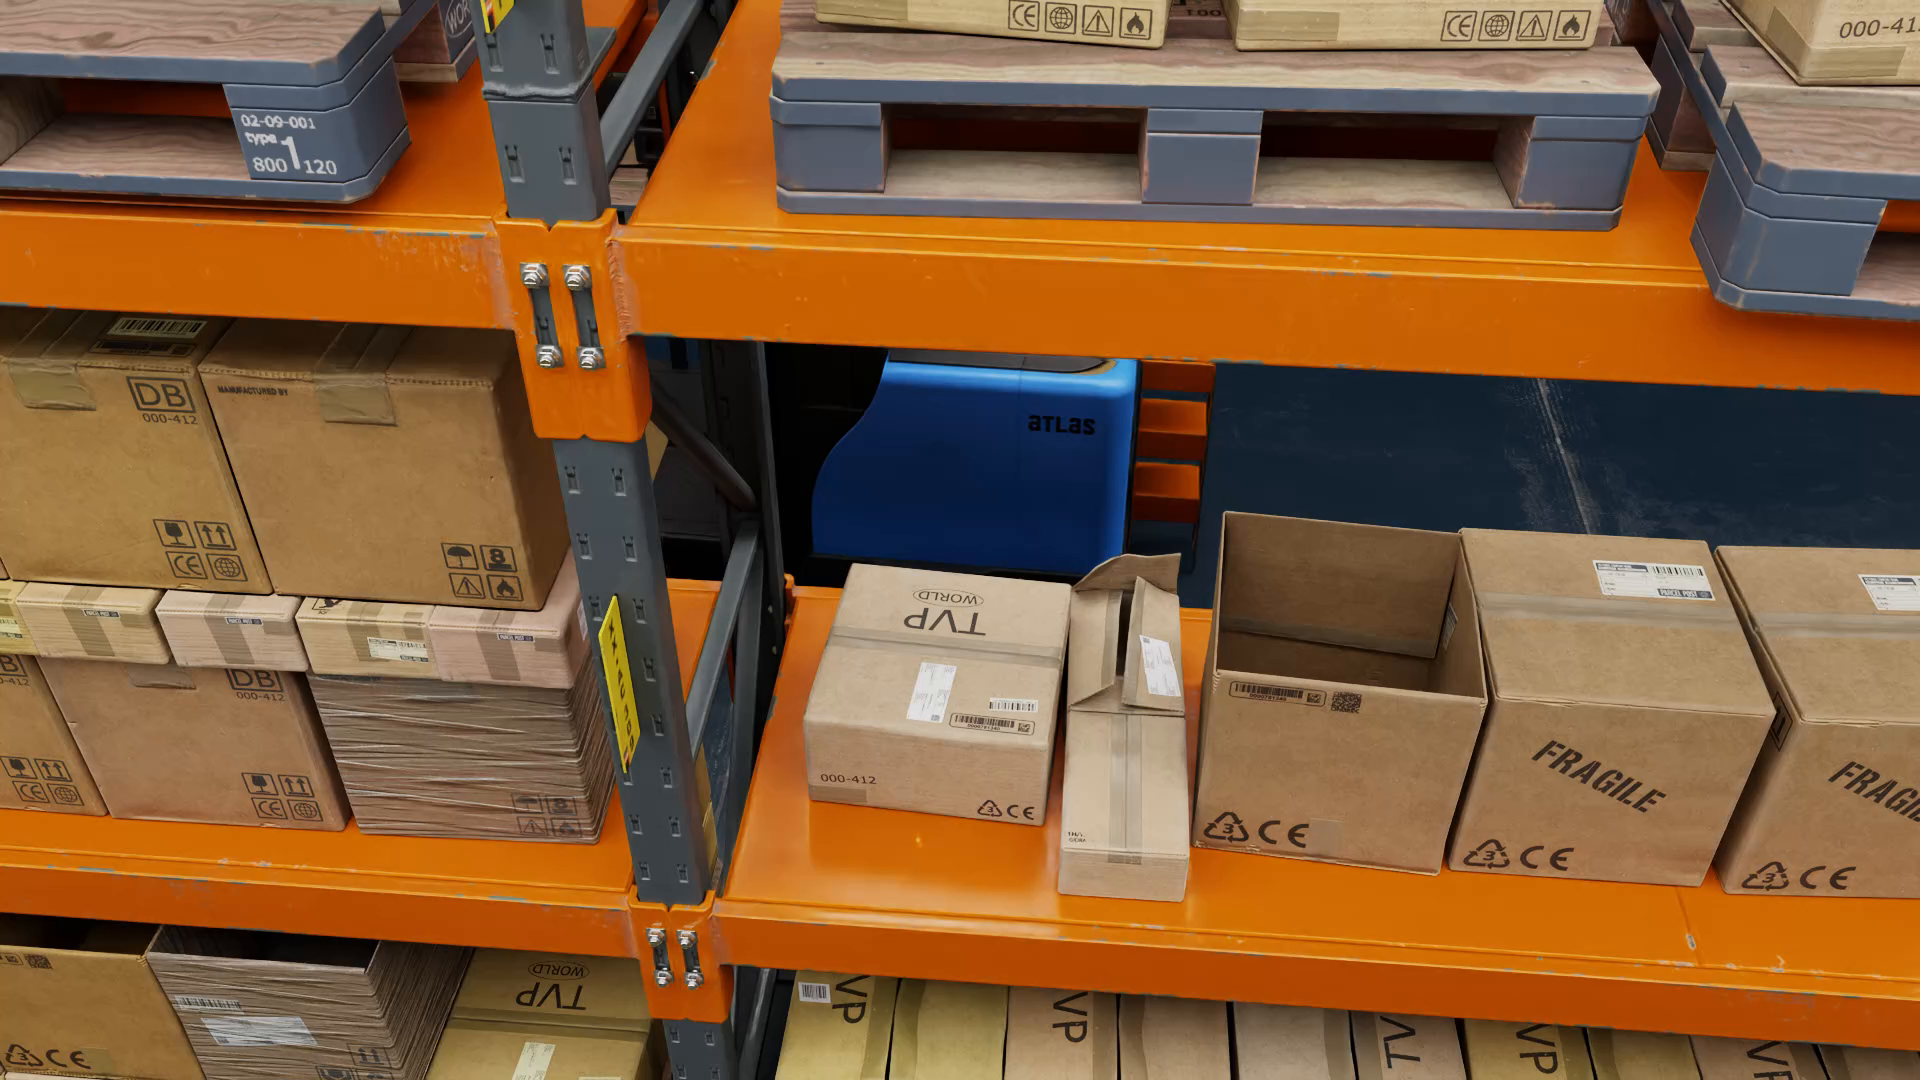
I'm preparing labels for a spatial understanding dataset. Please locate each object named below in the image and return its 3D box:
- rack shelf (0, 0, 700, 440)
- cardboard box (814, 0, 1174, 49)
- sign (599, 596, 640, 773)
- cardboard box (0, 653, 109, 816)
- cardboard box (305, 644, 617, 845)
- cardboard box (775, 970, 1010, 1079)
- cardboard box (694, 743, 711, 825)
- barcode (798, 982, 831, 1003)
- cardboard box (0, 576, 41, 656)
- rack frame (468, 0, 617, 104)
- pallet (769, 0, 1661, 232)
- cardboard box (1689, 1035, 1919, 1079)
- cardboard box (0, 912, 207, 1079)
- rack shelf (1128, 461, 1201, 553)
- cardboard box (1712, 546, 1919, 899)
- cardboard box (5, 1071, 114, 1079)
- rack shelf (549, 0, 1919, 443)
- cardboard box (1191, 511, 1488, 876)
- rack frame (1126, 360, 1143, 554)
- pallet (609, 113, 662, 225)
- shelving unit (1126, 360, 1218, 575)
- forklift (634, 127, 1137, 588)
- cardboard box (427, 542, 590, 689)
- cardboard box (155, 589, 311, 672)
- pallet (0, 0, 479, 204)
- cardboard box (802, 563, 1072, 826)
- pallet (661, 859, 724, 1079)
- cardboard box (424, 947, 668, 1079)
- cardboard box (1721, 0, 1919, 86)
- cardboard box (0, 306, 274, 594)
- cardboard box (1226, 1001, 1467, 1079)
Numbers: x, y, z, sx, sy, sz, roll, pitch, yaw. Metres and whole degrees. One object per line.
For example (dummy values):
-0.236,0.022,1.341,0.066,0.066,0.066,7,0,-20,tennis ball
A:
-2.522,-0.727,2.961,4.000,0.370,1.077,3,39,4,rack shelf
0.083,-0.963,2.467,0.500,0.250,0.500,7,40,8,cardboard box
-0.576,0.248,2.820,0.005,0.325,0.100,3,39,4,sign
-1.998,0.152,3.607,0.500,0.500,0.700,4,39,5,cardboard box
-0.972,0.207,3.541,0.500,0.500,0.700,2,39,3,cardboard box
-0.139,1.131,3.886,0.500,0.311,0.500,3,39,4,cardboard box
-0.965,0.656,4.319,0.500,0.500,0.500,3,39,4,cardboard box
-0.311,0.968,3.556,0.075,0.075,0.001,3,39,4,barcode
-1.833,0.039,3.233,0.250,0.149,0.380,3,39,4,cardboard box
-0.530,-2.061,1.654,0.127,3.000,1.000,3,39,4,rack frame
0.350,-0.784,2.612,1.217,0.209,0.805,2,39,2,pallet
1.891,1.243,3.749,0.500,0.311,0.500,3,39,4,cardboard box
-2.006,0.931,3.981,0.500,0.500,0.500,3,39,4,cardboard box
0.742,-0.128,6.033,0.240,0.259,0.215,4,39,5,rack shelf
1.782,0.364,3.348,0.500,0.500,0.500,1,39,1,cardboard box
-2.007,1.230,4.208,0.500,0.250,0.500,3,39,4,cardboard box
1.463,-0.510,2.694,4.000,0.370,1.077,3,39,4,rack shelf
0.759,0.308,3.417,0.500,0.500,0.500,6,40,7,cardboard box
0.621,-0.361,5.862,0.008,1.050,0.200,4,39,5,rack frame
-1.997,-1.848,8.353,1.213,0.211,1.003,3,39,4,pallet
0.742,-0.352,5.851,0.252,1.050,0.215,4,39,5,shelving unit
-0.891,-1.205,5.408,3.031,2.935,1.130,4,39,5,forklift
-0.819,0.095,3.164,0.250,0.149,0.380,3,39,4,cardboard box
-1.326,0.068,3.197,0.250,0.149,0.380,2,39,3,cardboard box
-1.382,-0.893,2.665,1.213,0.211,1.003,3,39,4,pallet
-0.035,0.323,3.595,0.500,0.250,0.500,5,39,7,cardboard box
-1.318,1.278,4.513,1.213,0.211,1.003,3,39,4,pallet
-1.010,1.281,4.145,0.500,0.250,0.500,3,39,4,cardboard box
1.370,-0.860,2.340,0.500,0.250,0.500,0,39,0,cardboard box
-1.476,-0.323,3.164,0.500,0.500,0.700,3,39,4,cardboard box
0.875,1.189,3.814,0.500,0.311,0.500,2,39,2,cardboard box
